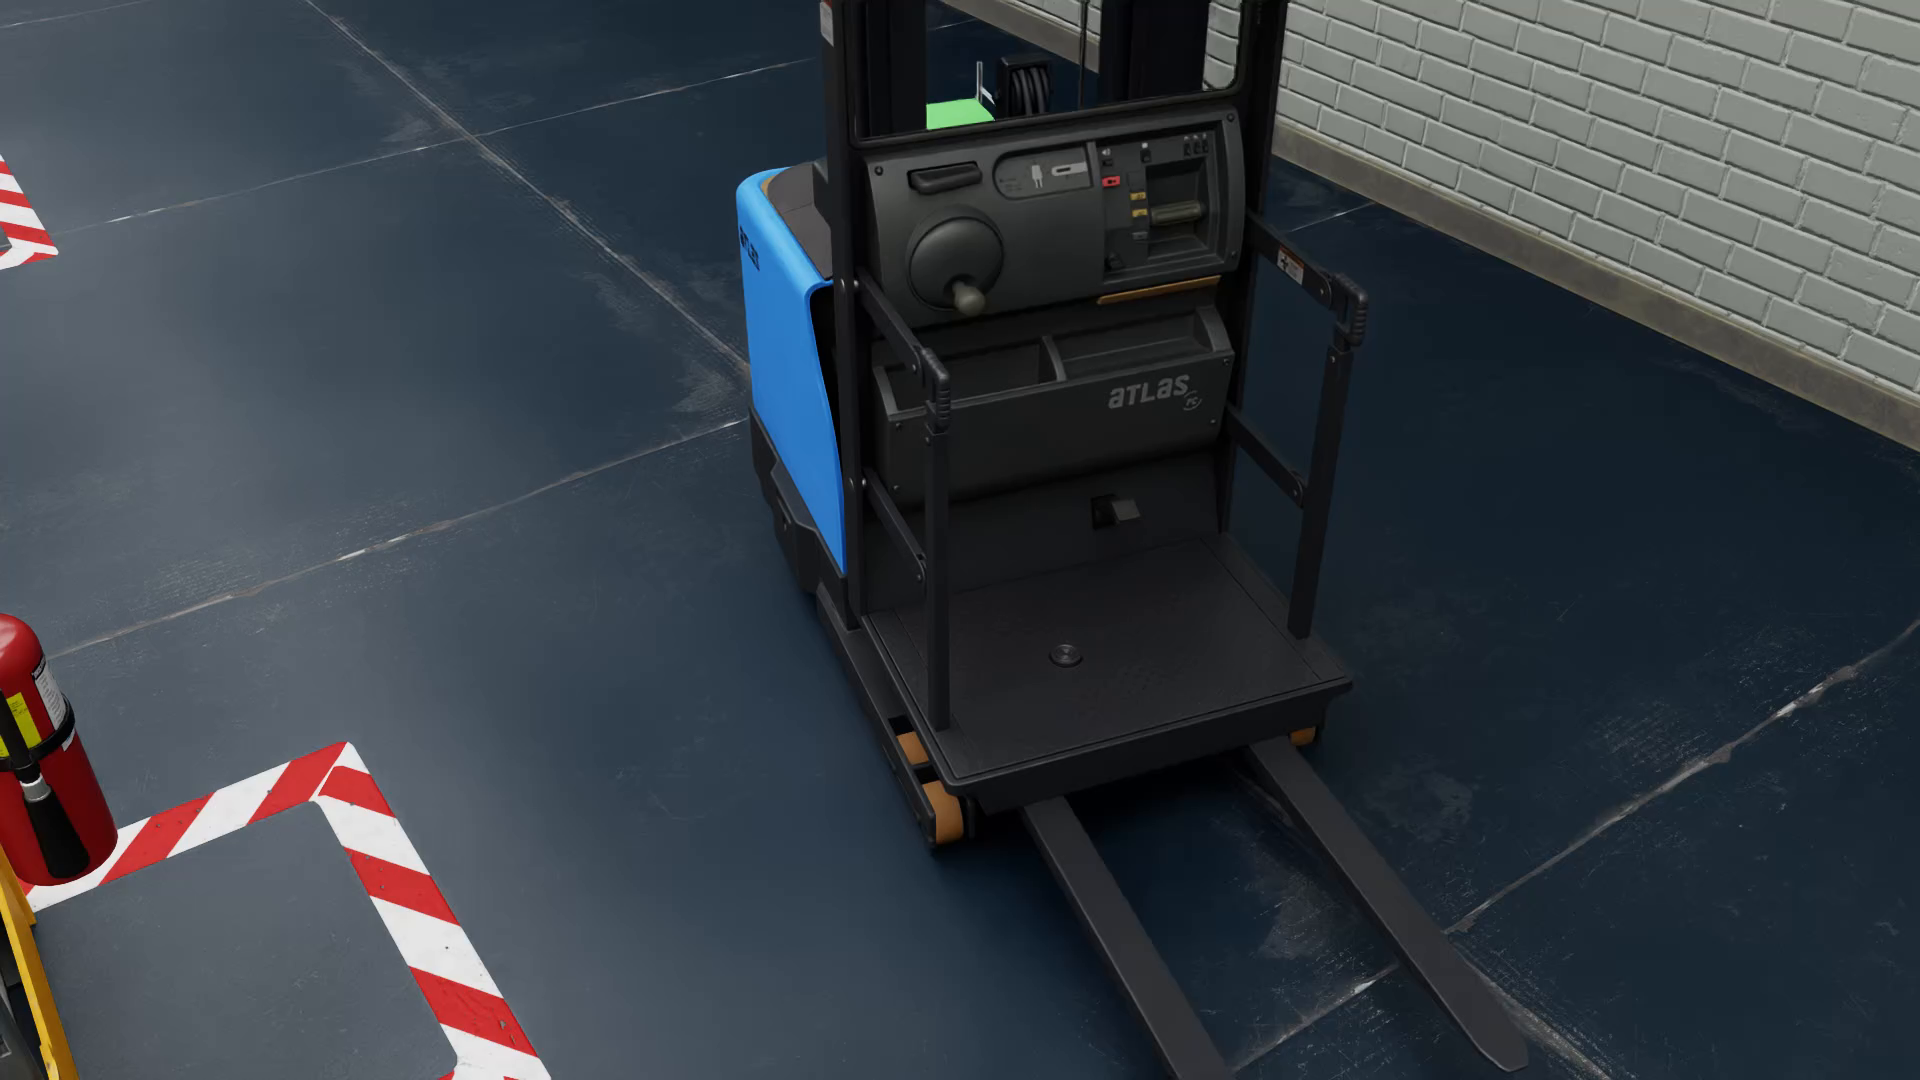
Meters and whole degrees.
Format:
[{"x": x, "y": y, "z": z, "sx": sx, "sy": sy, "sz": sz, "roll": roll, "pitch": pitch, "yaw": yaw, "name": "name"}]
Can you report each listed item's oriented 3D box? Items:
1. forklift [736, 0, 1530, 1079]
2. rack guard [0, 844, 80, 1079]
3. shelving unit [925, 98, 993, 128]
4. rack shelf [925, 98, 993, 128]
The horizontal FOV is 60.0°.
[{"x": 0.317, "y": -0.700, "z": 3.713, "sx": 1.130, "sy": 2.935, "sz": 3.031, "roll": -12, "pitch": 38, "yaw": -17, "name": "forklift"}, {"x": -2.085, "y": 0.991, "z": 3.444, "sx": 0.348, "sy": 0.500, "sz": 1.175, "roll": -22, "pitch": 41, "yaw": -28, "name": "rack guard"}, {"x": -0.132, "y": -0.936, "z": 5.523, "sx": 0.487, "sy": 1.046, "sz": 0.258, "roll": -12, "pitch": 38, "yaw": -17, "name": "shelving unit"}, {"x": -0.129, "y": -1.318, "z": 5.251, "sx": 0.457, "sy": 0.021, "sz": 0.221, "roll": -12, "pitch": 38, "yaw": -17, "name": "rack shelf"}]
